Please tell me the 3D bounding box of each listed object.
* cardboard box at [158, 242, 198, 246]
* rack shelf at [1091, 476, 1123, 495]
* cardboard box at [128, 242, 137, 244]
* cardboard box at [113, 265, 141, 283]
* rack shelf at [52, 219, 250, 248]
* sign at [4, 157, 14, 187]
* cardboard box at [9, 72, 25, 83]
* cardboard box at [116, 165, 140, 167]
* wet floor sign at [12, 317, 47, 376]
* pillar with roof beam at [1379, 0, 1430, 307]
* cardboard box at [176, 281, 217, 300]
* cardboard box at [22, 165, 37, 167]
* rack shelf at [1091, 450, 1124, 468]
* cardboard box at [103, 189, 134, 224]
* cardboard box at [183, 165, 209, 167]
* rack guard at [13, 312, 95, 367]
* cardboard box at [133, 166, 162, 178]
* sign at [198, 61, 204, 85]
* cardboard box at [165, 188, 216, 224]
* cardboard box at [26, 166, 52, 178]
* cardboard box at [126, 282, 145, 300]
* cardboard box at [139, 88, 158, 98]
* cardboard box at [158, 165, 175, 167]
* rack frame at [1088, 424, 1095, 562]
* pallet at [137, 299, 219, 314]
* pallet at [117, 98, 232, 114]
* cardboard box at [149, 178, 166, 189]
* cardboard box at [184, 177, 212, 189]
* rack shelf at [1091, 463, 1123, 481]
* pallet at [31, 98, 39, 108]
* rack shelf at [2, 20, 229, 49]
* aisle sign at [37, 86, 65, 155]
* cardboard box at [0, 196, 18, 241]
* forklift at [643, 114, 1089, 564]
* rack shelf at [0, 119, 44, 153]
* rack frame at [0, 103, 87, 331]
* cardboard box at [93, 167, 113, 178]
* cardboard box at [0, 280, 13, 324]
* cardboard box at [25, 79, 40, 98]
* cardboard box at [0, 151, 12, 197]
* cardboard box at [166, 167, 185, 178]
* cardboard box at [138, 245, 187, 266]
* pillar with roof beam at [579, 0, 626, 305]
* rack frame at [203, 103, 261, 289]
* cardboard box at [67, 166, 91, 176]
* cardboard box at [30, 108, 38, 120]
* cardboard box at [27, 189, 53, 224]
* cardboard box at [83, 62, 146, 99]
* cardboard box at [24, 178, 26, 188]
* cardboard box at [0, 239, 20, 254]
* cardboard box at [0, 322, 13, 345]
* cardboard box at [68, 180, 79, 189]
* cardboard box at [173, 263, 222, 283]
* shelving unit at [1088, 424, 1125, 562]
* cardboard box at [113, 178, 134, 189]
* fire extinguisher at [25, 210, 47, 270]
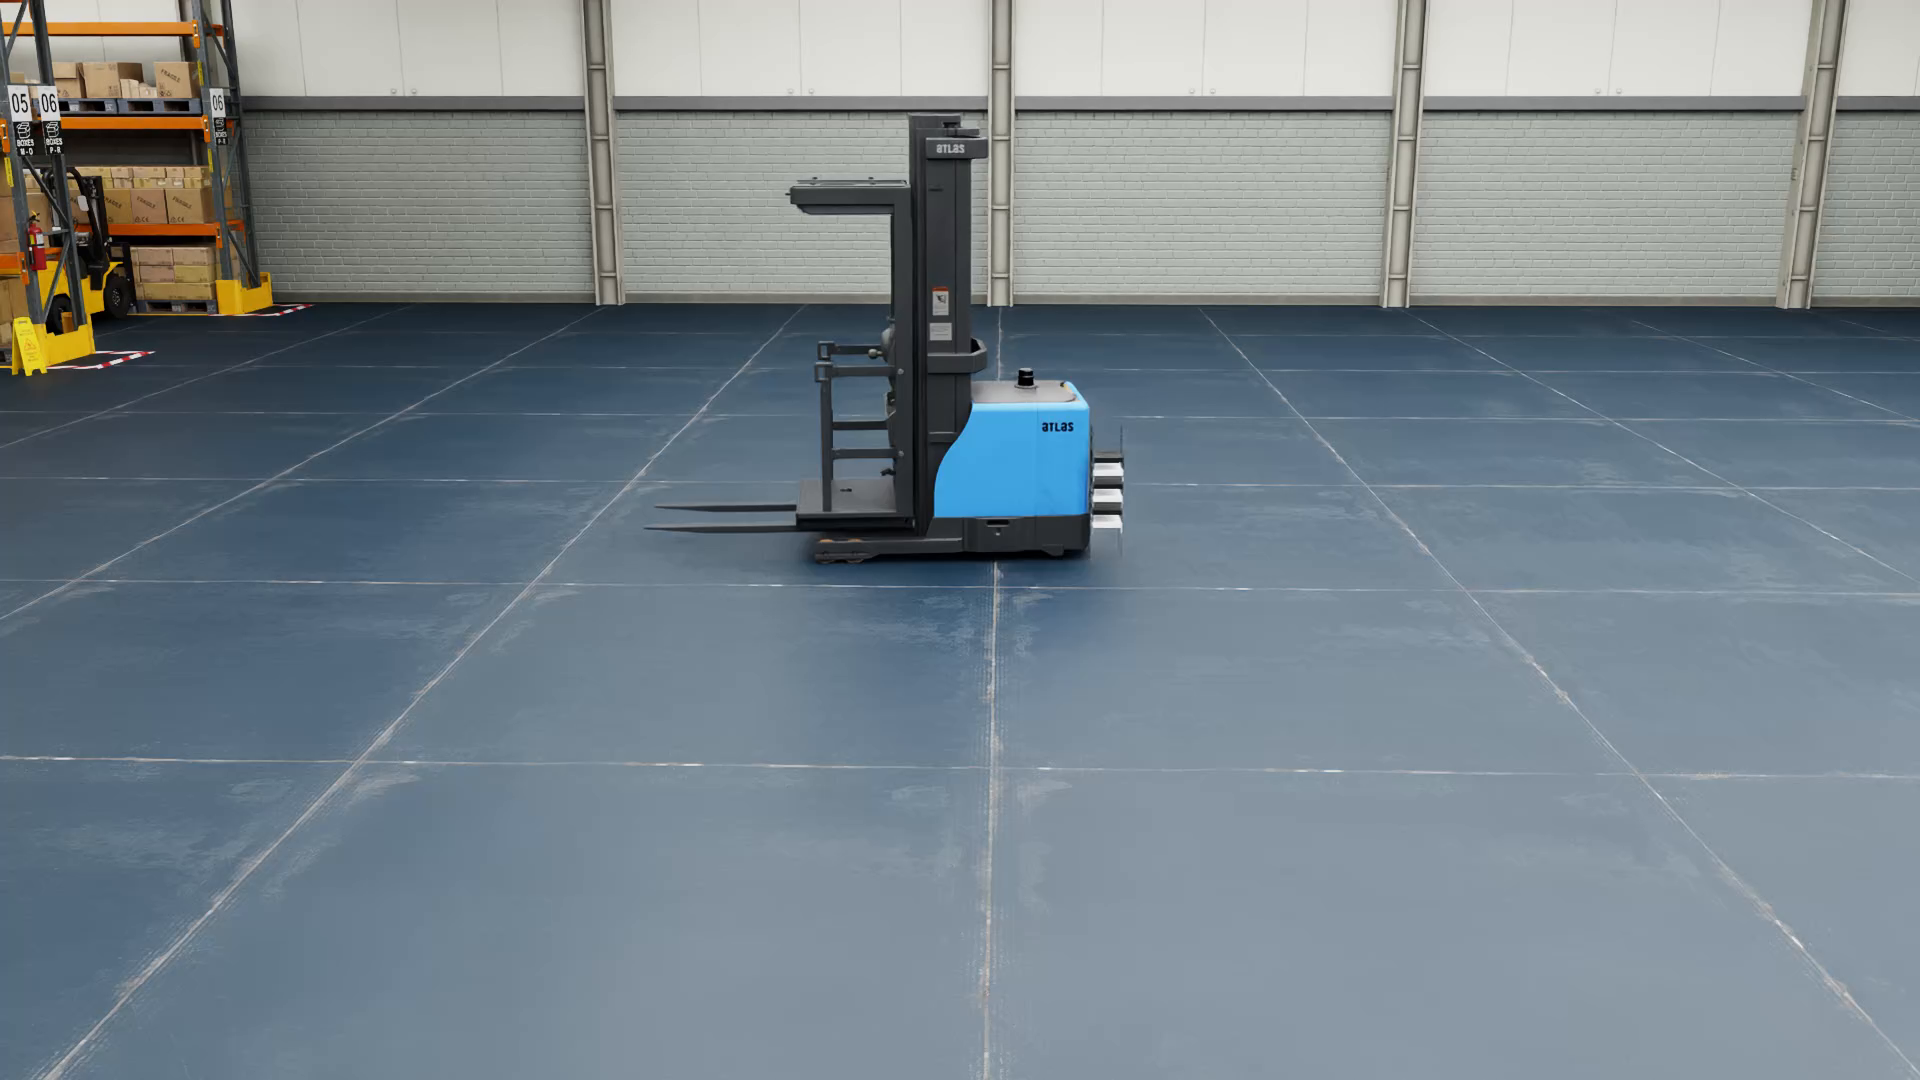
[{"bbox_3d":[-11.683,-4.307,24.893,0.500,0.250,0.500,0,15,2],"label":"cardboard box"},{"bbox_3d":[0.993,-0.374,11.271,0.200,0.077,0.258,0,15,0],"label":"rack shelf"},{"bbox_3d":[-12.694,-4.319,24.935,0.500,0.250,0.500,0,15,0],"label":"cardboard box"},{"bbox_3d":[-12.220,-3.939,24.478,0.500,0.250,0.500,0,15,0],"label":"cardboard box"},{"bbox_3d":[-12.707,-4.562,24.661,4.000,0.370,1.077,0,15,1],"label":"rack shelf"},{"bbox_3d":[-10.865,-4.202,18.998,0.005,0.325,0.100,0,15,1],"label":"sign"},{"bbox_3d":[-11.181,-5.400,19.476,0.250,0.149,0.380,0,15,1],"label":"cardboard box"},{"bbox_3d":[-12.334,-5.495,24.738,0.250,0.149,0.380,0,15,0],"label":"cardboard box"},{"bbox_3d":[-10.668,-2.218,18.983,0.232,0.644,0.267,6,16,21],"label":"wet floor sign"},{"bbox_3d":[6.504,-6.817,20.037,0.400,9.000,9.100,0,15,1],"label":"pillar with roof beam"},{"bbox_3d":[-11.185,-3.693,24.523,0.500,0.250,0.500,0,15,2],"label":"cardboard box"},{"bbox_3d":[-13.865,-5.493,24.730,0.250,0.149,0.380,0,15,1],"label":"cardboard box"},{"bbox_3d":[0.993,-0.548,11.225,0.200,0.077,0.258,0,15,0],"label":"rack shelf"},{"bbox_3d":[-12.237,-4.890,24.300,0.500,0.500,0.500,0,15,0],"label":"cardboard box"},{"bbox_3d":[-11.302,-5.477,24.668,0.250,0.149,0.380,1,15,3],"label":"cardboard box"},{"bbox_3d":[-10.906,-2.423,20.043,0.348,0.500,1.175,0,15,1],"label":"rack guard"},{"bbox_3d":[-11.827,-5.360,24.226,0.250,0.149,0.380,0,15,2],"label":"cardboard box"},{"bbox_3d":[-10.735,-6.599,23.510,0.005,0.325,0.100,0,15,1],"label":"sign"},{"bbox_3d":[-11.206,-4.881,24.266,0.500,0.500,0.500,0,15,0],"label":"cardboard box"},{"bbox_3d":[-13.361,-5.350,24.188,0.250,0.149,0.380,0,15,1],"label":"cardboard box"},{"bbox_3d":[-12.182,-3.704,24.566,0.500,0.250,0.500,1,15,2],"label":"cardboard box"},{"bbox_3d":[-11.544,-6.405,23.830,0.250,0.149,0.380,0,15,0],"label":"cardboard box"},{"bbox_3d":[-11.810,-5.473,24.654,0.250,0.149,0.380,0,15,2],"label":"cardboard box"},{"bbox_3d":[0.891,-0.319,11.286,0.006,0.900,0.240,0,15,0],"label":"rack frame"},{"bbox_3d":[-11.473,-3.543,24.854,1.213,0.211,1.003,0,15,1],"label":"pallet"},{"bbox_3d":[-11.414,-6.316,24.191,1.213,0.211,1.003,0,15,1],"label":"pallet"},{"bbox_3d":[-11.575,-5.201,24.205,0.250,0.149,0.380,1,15,2],"label":"cardboard box"},{"bbox_3d":[-11.061,-5.190,24.162,0.250,0.149,0.380,1,15,2],"label":"cardboard box"},{"bbox_3d":[0.993,-0.461,11.248,0.200,0.077,0.258,0,15,0],"label":"rack shelf"},{"bbox_3d":[-13.853,-6.331,24.251,1.213,0.211,1.003,0,15,1],"label":"pallet"},{"bbox_3d":[-12.707,-7.269,23.947,4.000,0.370,1.077,0,15,1],"label":"rack shelf"},{"bbox_3d":[-10.761,-4.966,19.688,0.004,0.787,0.394,0,15,1],"label":"aisle sign"},{"bbox_3d":[-11.380,-3.756,19.418,0.500,0.500,0.500,0,15,0],"label":"cardboard box"},{"bbox_3d":[-0.658,-1.394,11.378,3.031,2.935,1.130,-1,15,-4],"label":"forklift"},{"bbox_3d":[-12.830,-4.746,19.480,4.000,0.370,1.077,0,15,1],"label":"rack shelf"},{"bbox_3d":[-10.830,-3.631,19.722,0.127,3.000,1.000,0,15,1],"label":"rack frame"},{"bbox_3d":[-12.349,-5.334,24.126,0.250,0.149,0.380,1,15,3],"label":"cardboard box"},{"bbox_3d":[-11.638,-2.806,19.691,0.500,0.500,0.500,0,15,2],"label":"cardboard box"},{"bbox_3d":[-13.230,-6.472,23.857,0.258,0.266,0.396,0,15,0],"label":"cardboard box"},{"bbox_3d":[-11.347,-4.254,19.345,0.500,0.500,0.700,0,15,0],"label":"cardboard box"},{"bbox_3d":[-11.318,-5.345,24.168,0.250,0.149,0.380,0,15,2],"label":"cardboard box"},{"bbox_3d":[-11.686,-4.179,24.406,0.500,0.250,0.500,1,15,2],"label":"cardboard box"},{"bbox_3d":[-5.492,-6.895,20.334,0.400,9.000,9.100,0,15,1],"label":"pillar with roof beam"},{"bbox_3d":[-10.707,-4.897,24.520,0.127,3.000,1.000,0,15,1],"label":"rack frame"},{"bbox_3d":[-12.856,-5.366,24.246,0.250,0.149,0.380,0,15,2],"label":"cardboard box"},{"bbox_3d":[-11.154,-5.045,19.693,0.250,0.149,0.380,0,15,1],"label":"cardboard box"},{"bbox_3d":[-13.242,-4.899,24.334,0.500,0.500,0.500,0,15,1],"label":"cardboard box"},{"bbox_3d":[-12.177,-6.620,23.956,0.500,0.500,0.700,0,15,2],"label":"cardboard box"},{"bbox_3d":[-13.629,-5.199,24.199,0.250,0.149,0.380,1,15,3],"label":"cardboard box"},{"bbox_3d":[-11.210,-3.457,19.557,0.250,0.149,0.380,1,15,3],"label":"cardboard box"},{"bbox_3d":[-11.669,-2.441,19.780,0.500,0.250,0.500,0,15,1],"label":"cardboard box"},{"bbox_3d":[-12.849,-5.200,24.204,0.250,0.149,0.380,0,15,0],"label":"cardboard box"},{"bbox_3d":[-11.202,-3.935,24.463,0.500,0.250,0.500,0,15,1],"label":"cardboard box"},{"bbox_3d":[0.993,-0.319,11.286,0.210,0.900,0.258,0,15,0],"label":"shelving unit"},{"bbox_3d":[-12.091,-5.195,24.183,0.250,0.149,0.380,0,15,0],"label":"cardboard box"},{"bbox_3d":[-10.728,-3.475,19.284,0.183,0.674,0.296,0,15,1],"label":"fire extinguisher"}]
